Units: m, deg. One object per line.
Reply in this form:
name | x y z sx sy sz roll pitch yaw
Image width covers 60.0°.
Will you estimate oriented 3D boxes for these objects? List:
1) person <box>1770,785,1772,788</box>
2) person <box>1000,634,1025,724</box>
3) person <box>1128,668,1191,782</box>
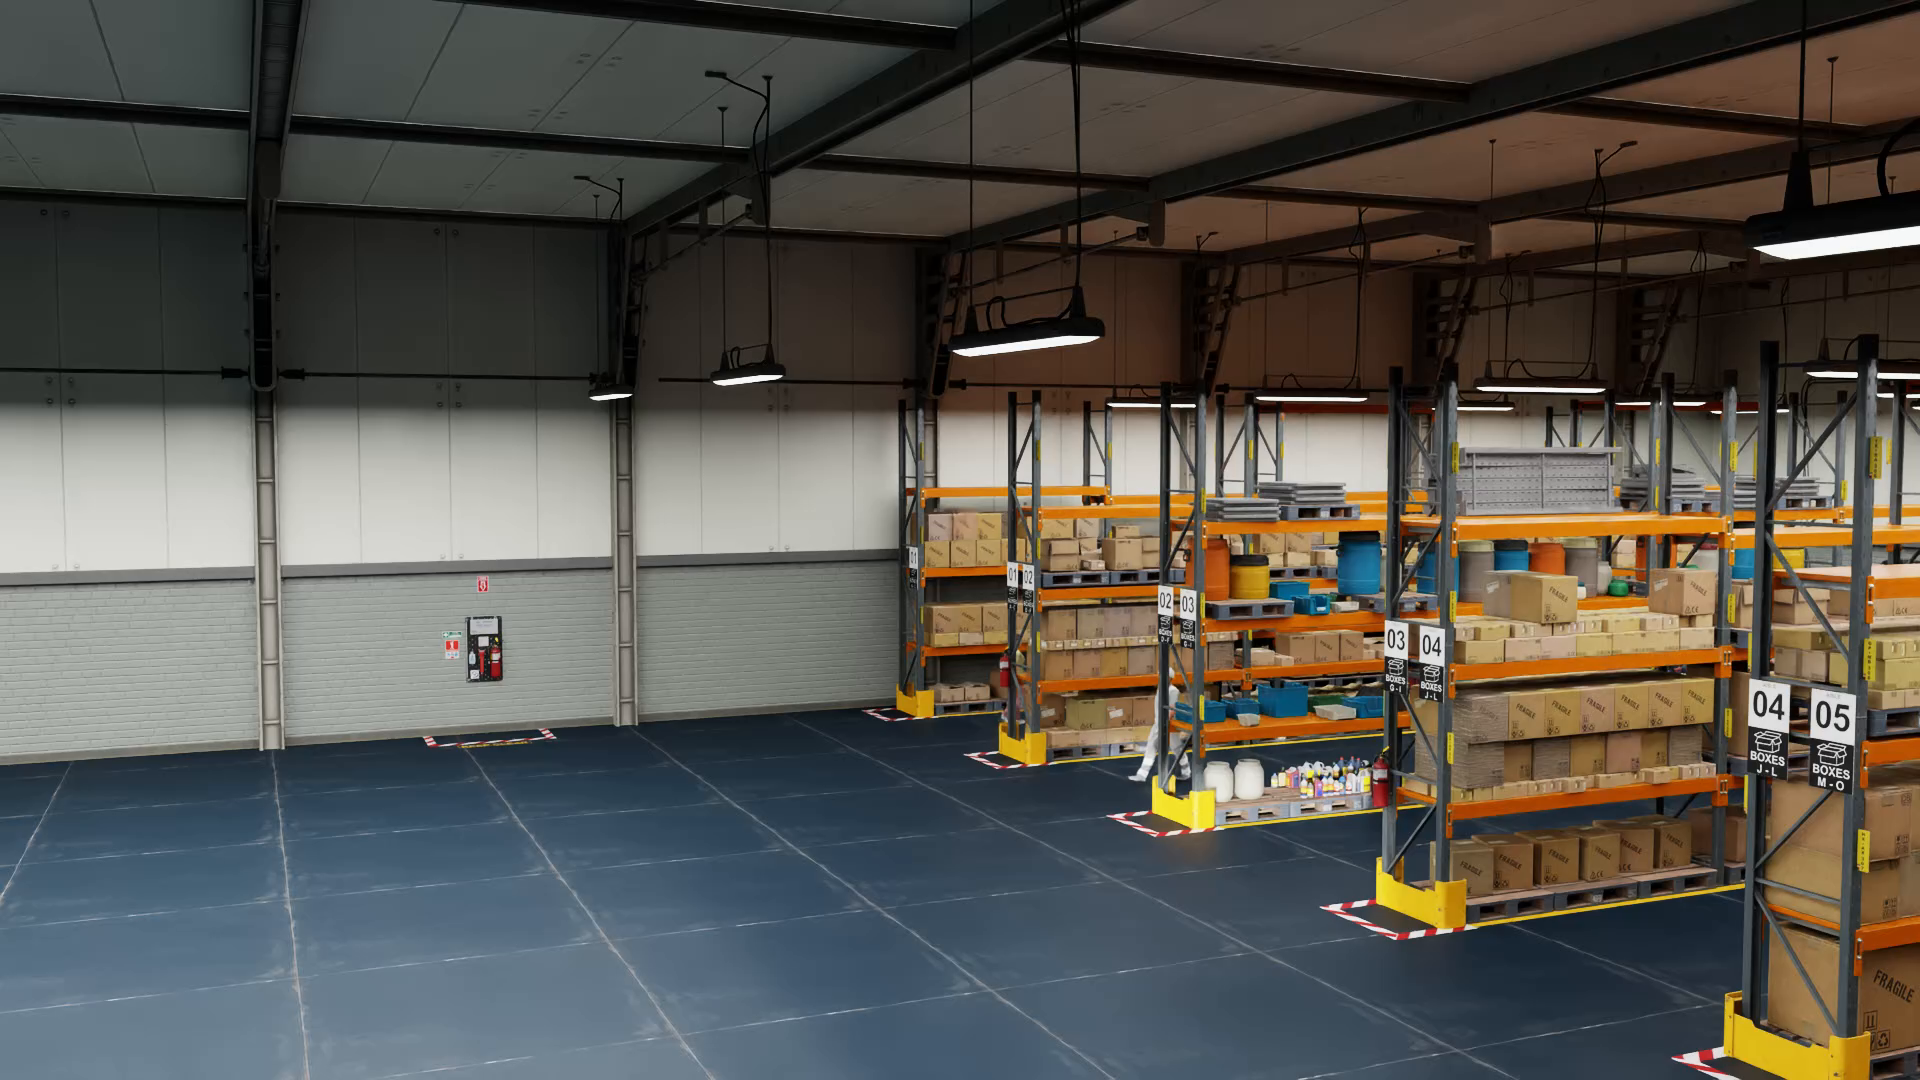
person | 12.057 2.929 24.712 0.684 1.580 0.610 -1 3 -13
person | 0.976 2.553 30.442 0.531 1.669 0.501 -1 4 -20
person | 3.045 2.795 25.158 1.026 1.735 0.554 -2 4 -28
